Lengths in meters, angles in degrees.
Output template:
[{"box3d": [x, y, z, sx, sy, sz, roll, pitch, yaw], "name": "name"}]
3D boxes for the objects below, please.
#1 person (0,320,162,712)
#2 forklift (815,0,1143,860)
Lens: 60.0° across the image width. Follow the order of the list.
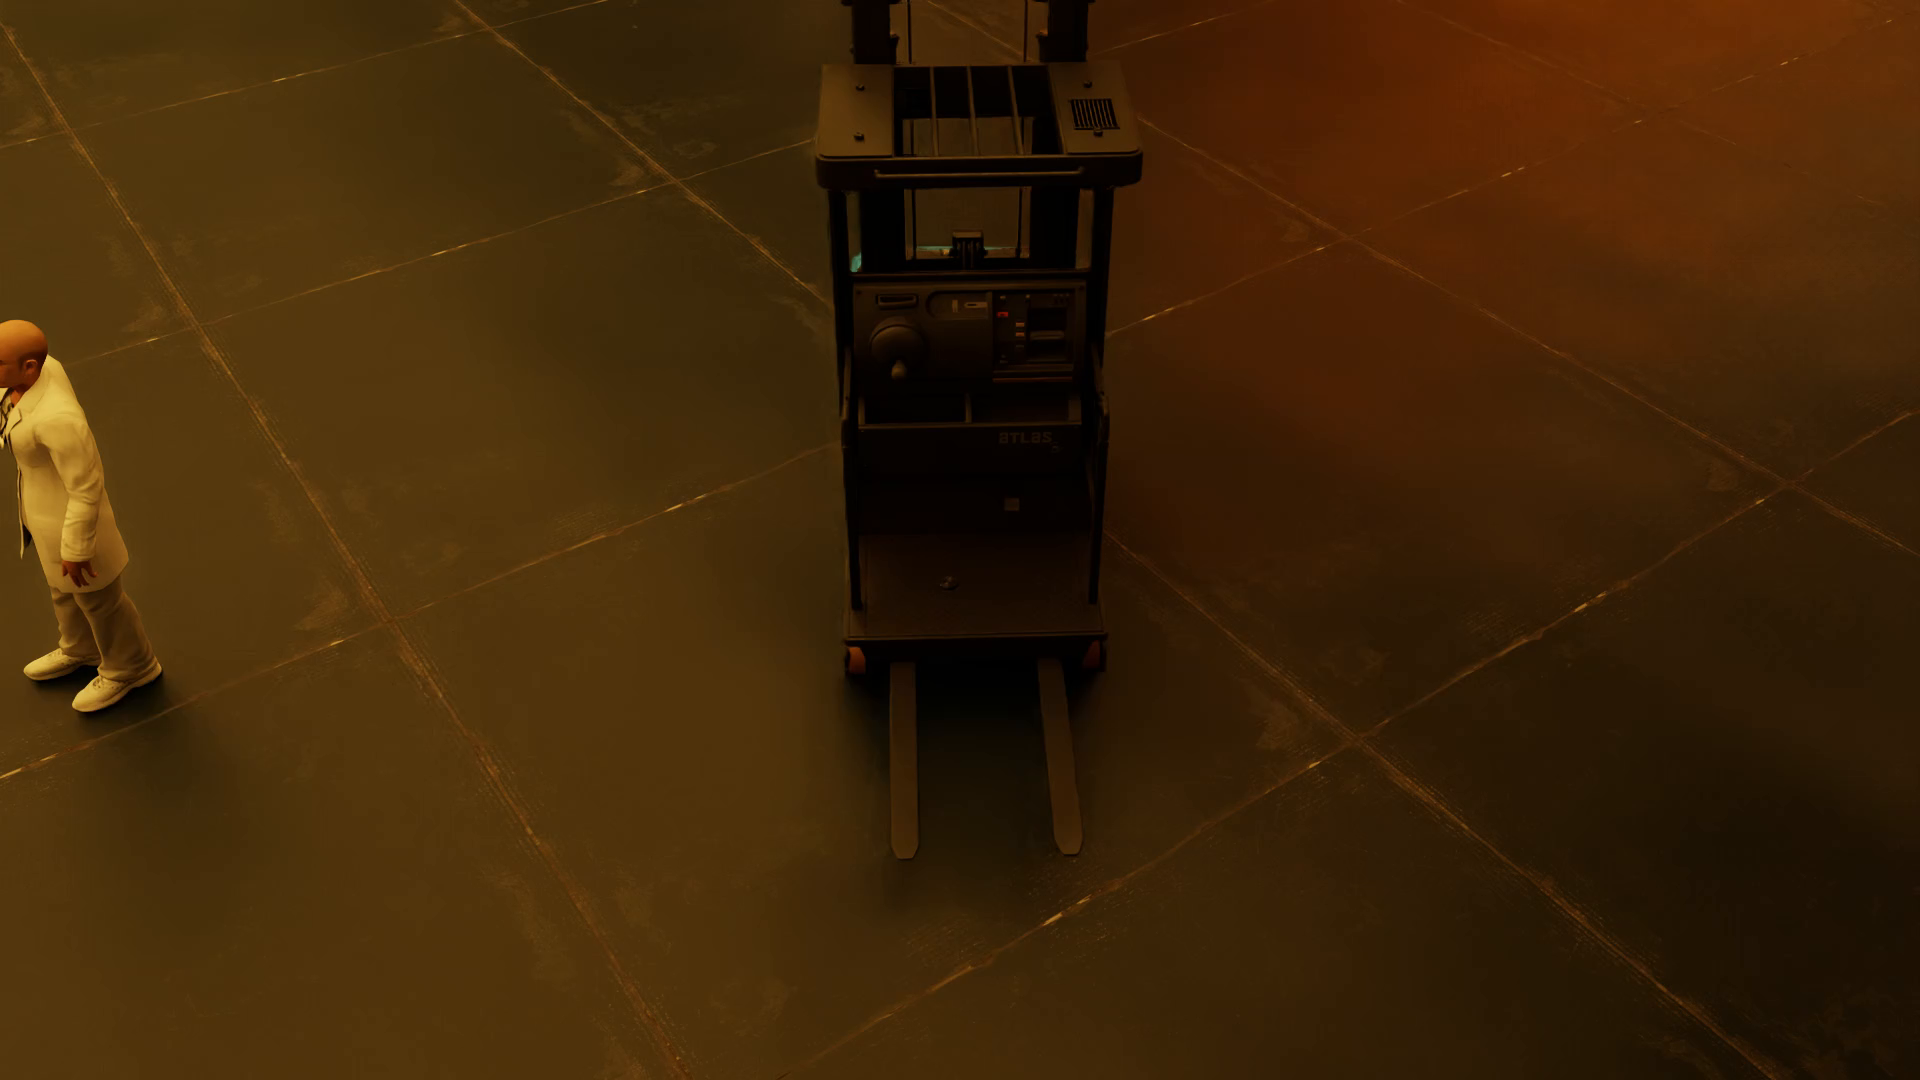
[{"box3d": [-3.594, -0.056, 6.520, 0.581, 1.775, 0.694, -25, 46, -28], "name": "person"}, {"box3d": [0.050, -0.759, 6.476, 1.130, 2.935, 3.031, -1, 40, -2], "name": "forklift"}]
